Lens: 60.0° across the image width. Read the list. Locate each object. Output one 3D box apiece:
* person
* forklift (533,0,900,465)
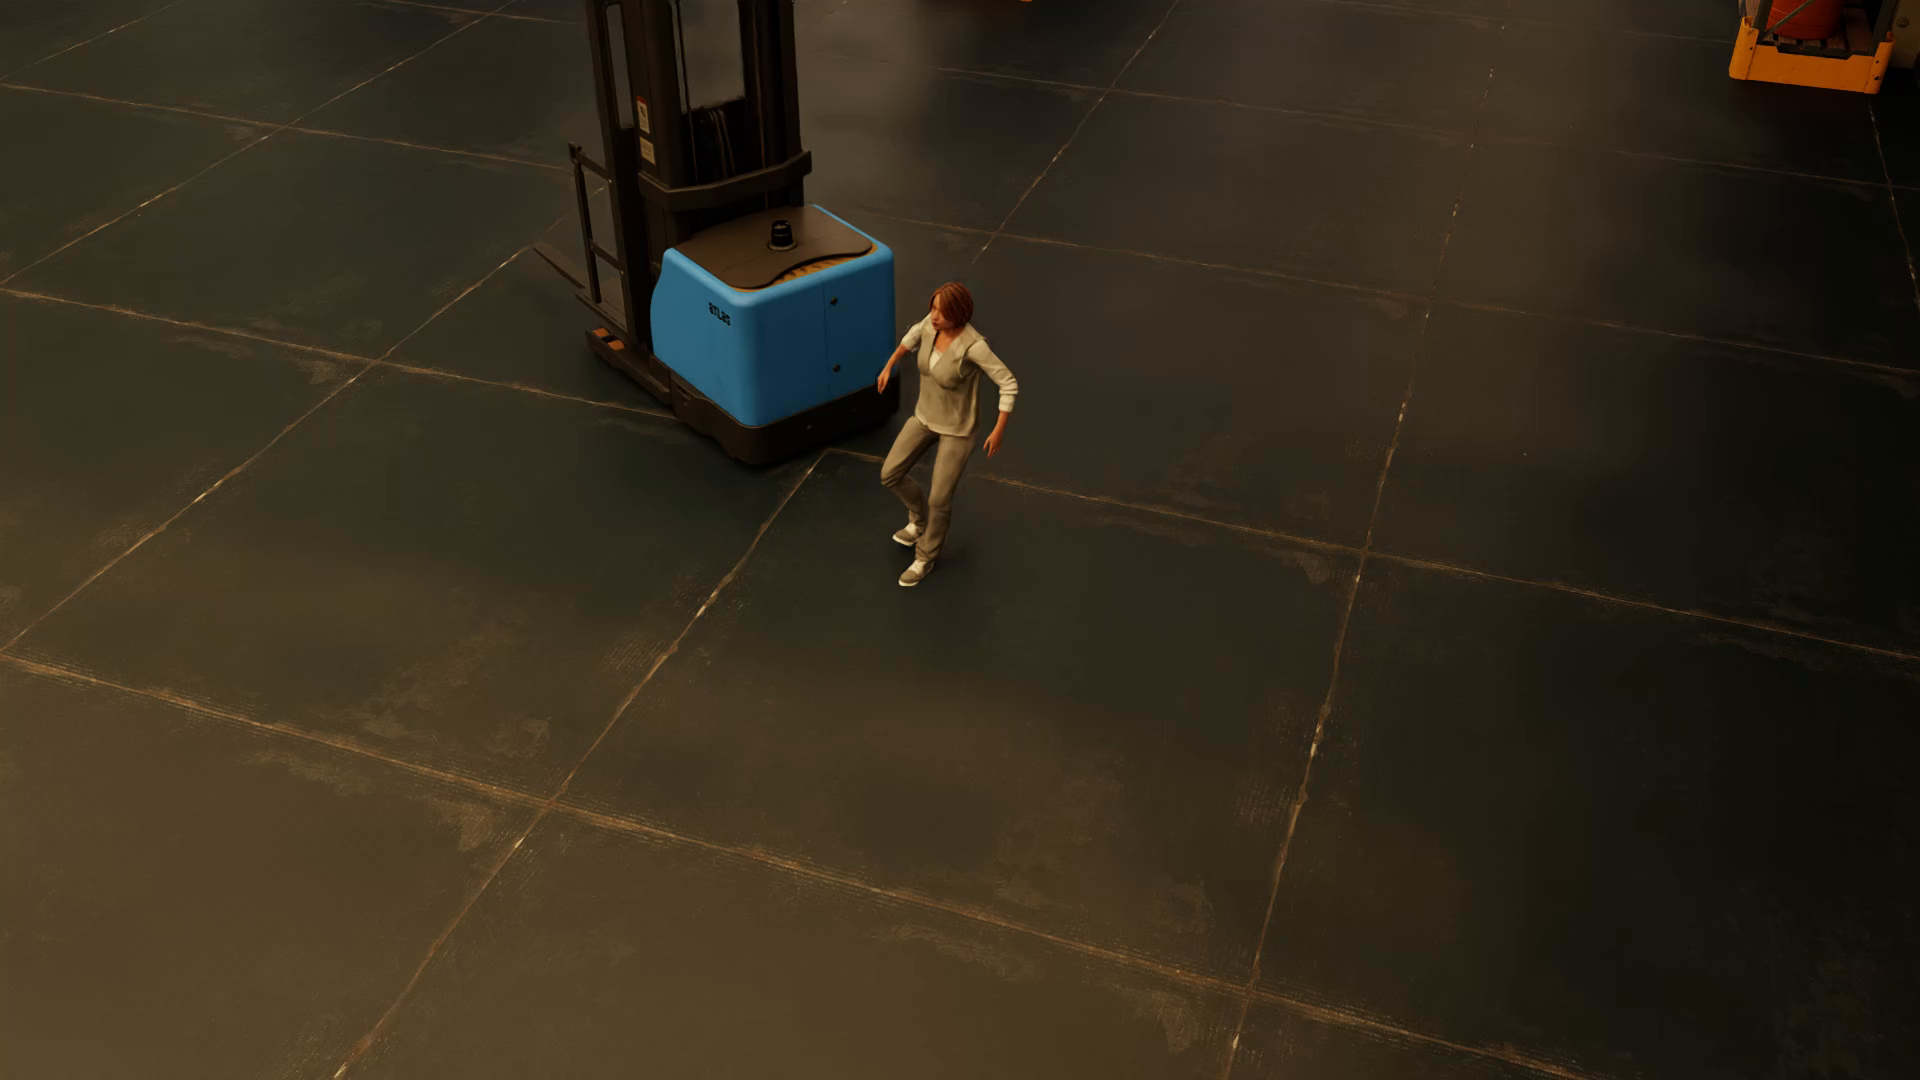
[{"bbox_3d":[-0.140,-0.532,8.094,0.581,1.548,0.766,-27,43,-33],"label":"person"},{"bbox_3d":[-1.643,-2.400,9.495,1.130,2.935,3.031,-24,42,-30],"label":"forklift"}]
